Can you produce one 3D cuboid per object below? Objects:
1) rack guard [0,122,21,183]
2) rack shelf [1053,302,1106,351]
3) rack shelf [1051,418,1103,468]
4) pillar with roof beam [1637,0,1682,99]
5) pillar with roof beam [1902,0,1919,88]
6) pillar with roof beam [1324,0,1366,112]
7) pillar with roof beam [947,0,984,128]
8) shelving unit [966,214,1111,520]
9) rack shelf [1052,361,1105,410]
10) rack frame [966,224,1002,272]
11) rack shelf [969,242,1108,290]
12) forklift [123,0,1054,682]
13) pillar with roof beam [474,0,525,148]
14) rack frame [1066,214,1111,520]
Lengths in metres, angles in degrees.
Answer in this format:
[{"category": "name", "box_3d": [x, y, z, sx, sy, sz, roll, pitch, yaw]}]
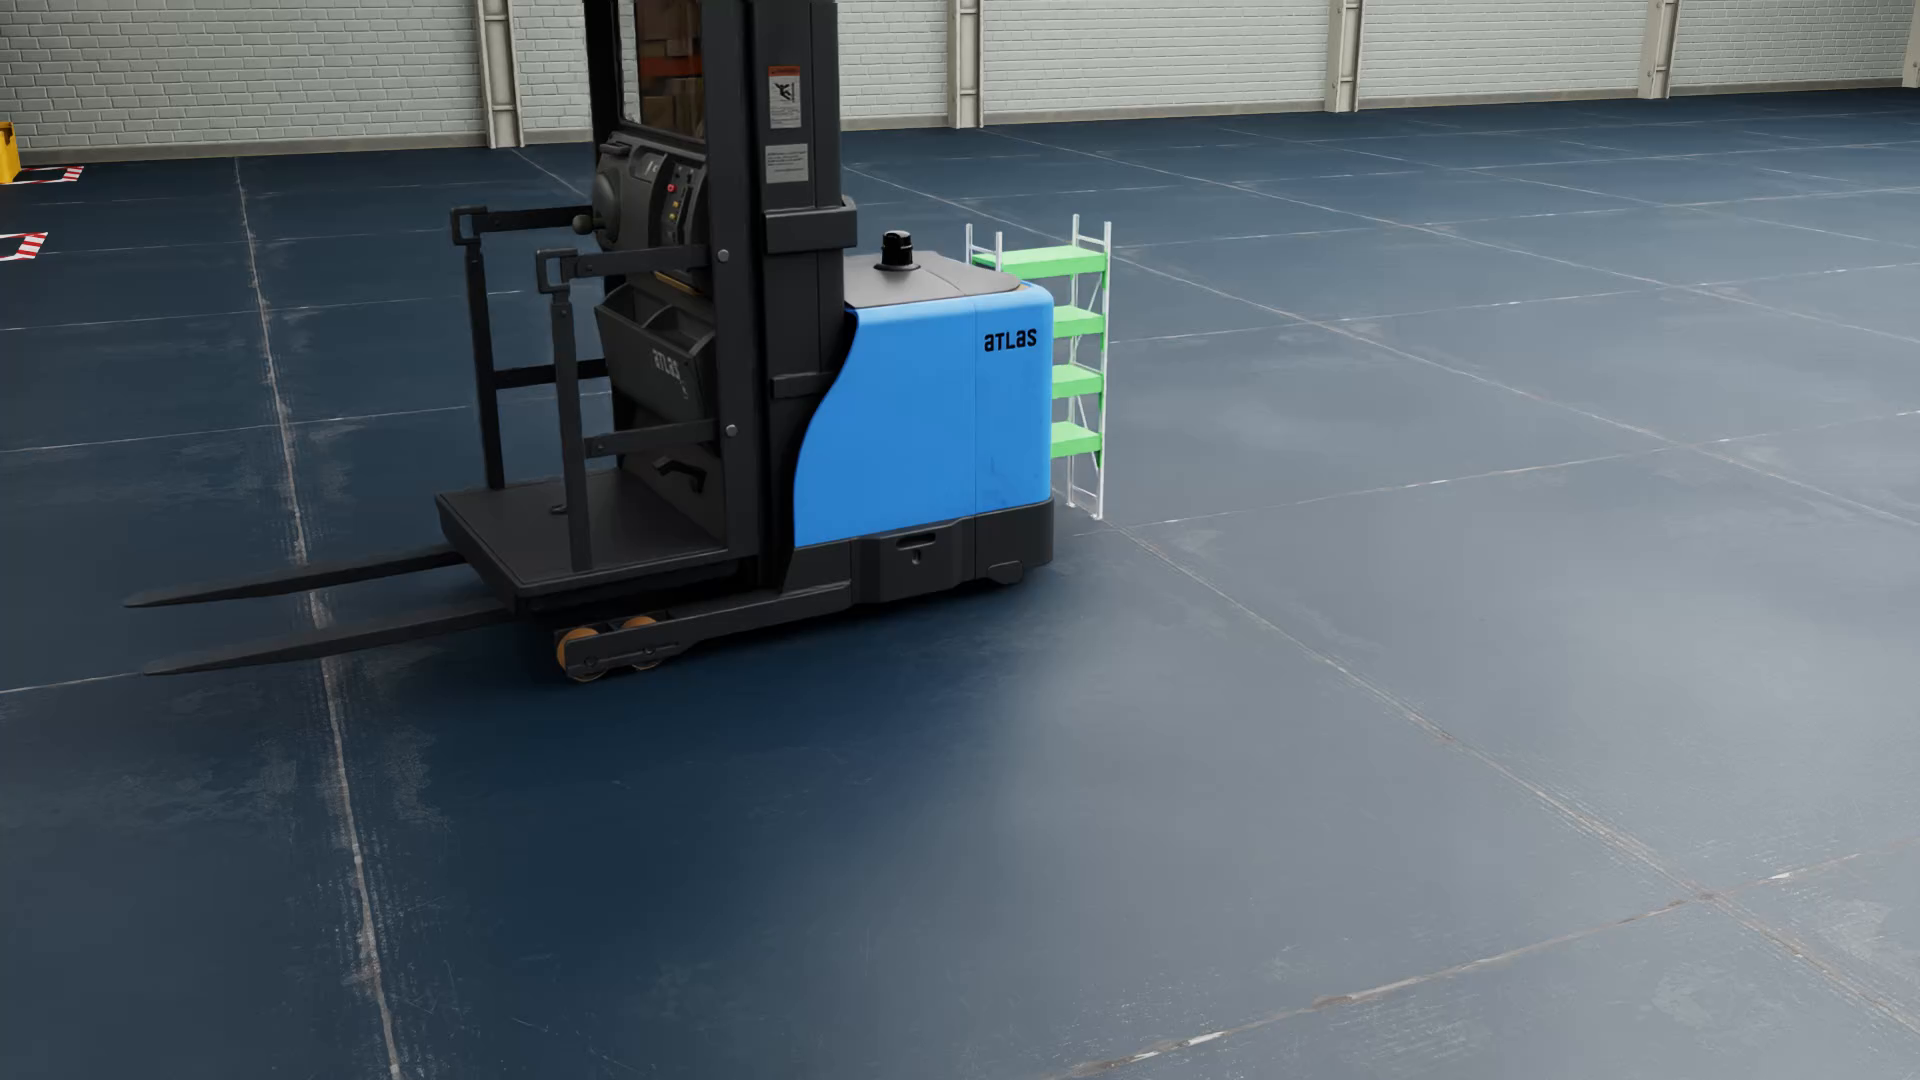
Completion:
[{"category": "rack guard", "box_3d": [-9.929, -3.981, 17.076, 0.348, 0.500, 1.175, -8, 21, -22]}, {"category": "rack shelf", "box_3d": [0.300, -0.808, 6.481, 0.480, 0.148, 0.258, -11, 22, -28]}, {"category": "rack shelf", "box_3d": [0.300, -0.356, 6.641, 0.480, 0.148, 0.258, -11, 22, -28]}, {"category": "pillar with roof beam", "box_3d": [12.795, -10.014, 21.414, 0.400, 9.000, 9.100, -8, 21, -22]}, {"category": "pillar with roof beam", "box_3d": [18.304, -10.804, 23.656, 0.400, 9.000, 9.100, -8, 21, -22]}, {"category": "pillar with roof beam", "box_3d": [7.286, -9.225, 19.173, 0.400, 9.000, 9.100, -8, 21, -22]}, {"category": "pillar with roof beam", "box_3d": [1.777, -8.436, 16.931, 0.400, 9.000, 9.100, -8, 21, -22]}, {"category": "shelving unit", "box_3d": [0.300, -0.642, 6.540, 0.503, 1.200, 0.258, -11, 22, -28]}, {"category": "rack shelf", "box_3d": [0.300, -0.582, 6.561, 0.480, 0.148, 0.258, -11, 22, -28]}, {"category": "rack frame", "box_3d": [0.089, -0.602, 6.425, 0.015, 1.200, 0.240, -11, 22, -28]}, {"category": "rack shelf", "box_3d": [0.300, -1.035, 6.402, 0.480, 0.148, 0.258, -11, 22, -28]}, {"category": "forklift", "box_3d": [-1.192, -1.135, 5.333, 3.031, 2.935, 1.130, -11, 22, -28]}, {"category": "pillar with roof beam", "box_3d": [-3.733, -7.646, 14.689, 0.400, 9.000, 9.100, -8, 21, -22]}, {"category": "rack frame", "box_3d": [0.511, -0.683, 6.655, 0.015, 1.200, 0.240, -11, 22, -28]}]
